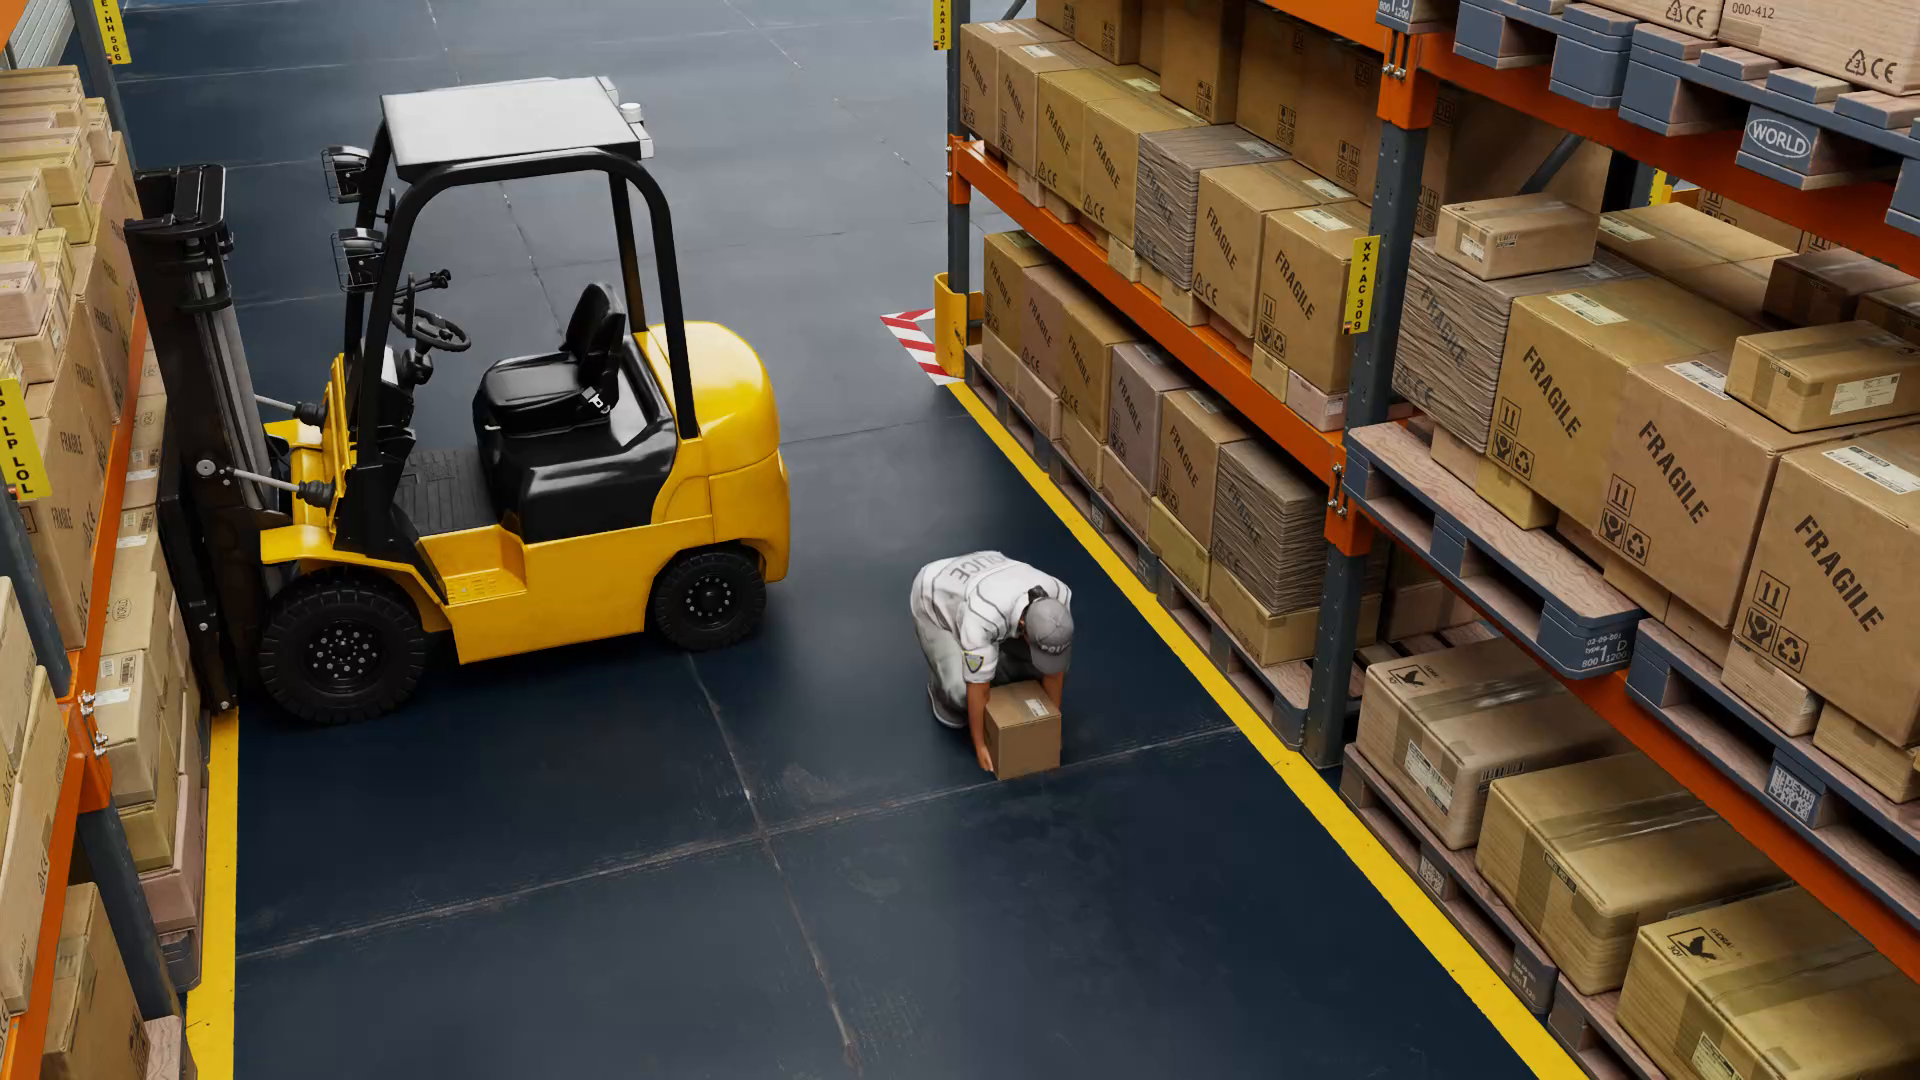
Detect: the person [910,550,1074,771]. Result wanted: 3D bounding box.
[{"bbox_3d":[0.146,0.419,6.378,0.523,0.822,0.898,-12,32,-19],"label":"person"}]
